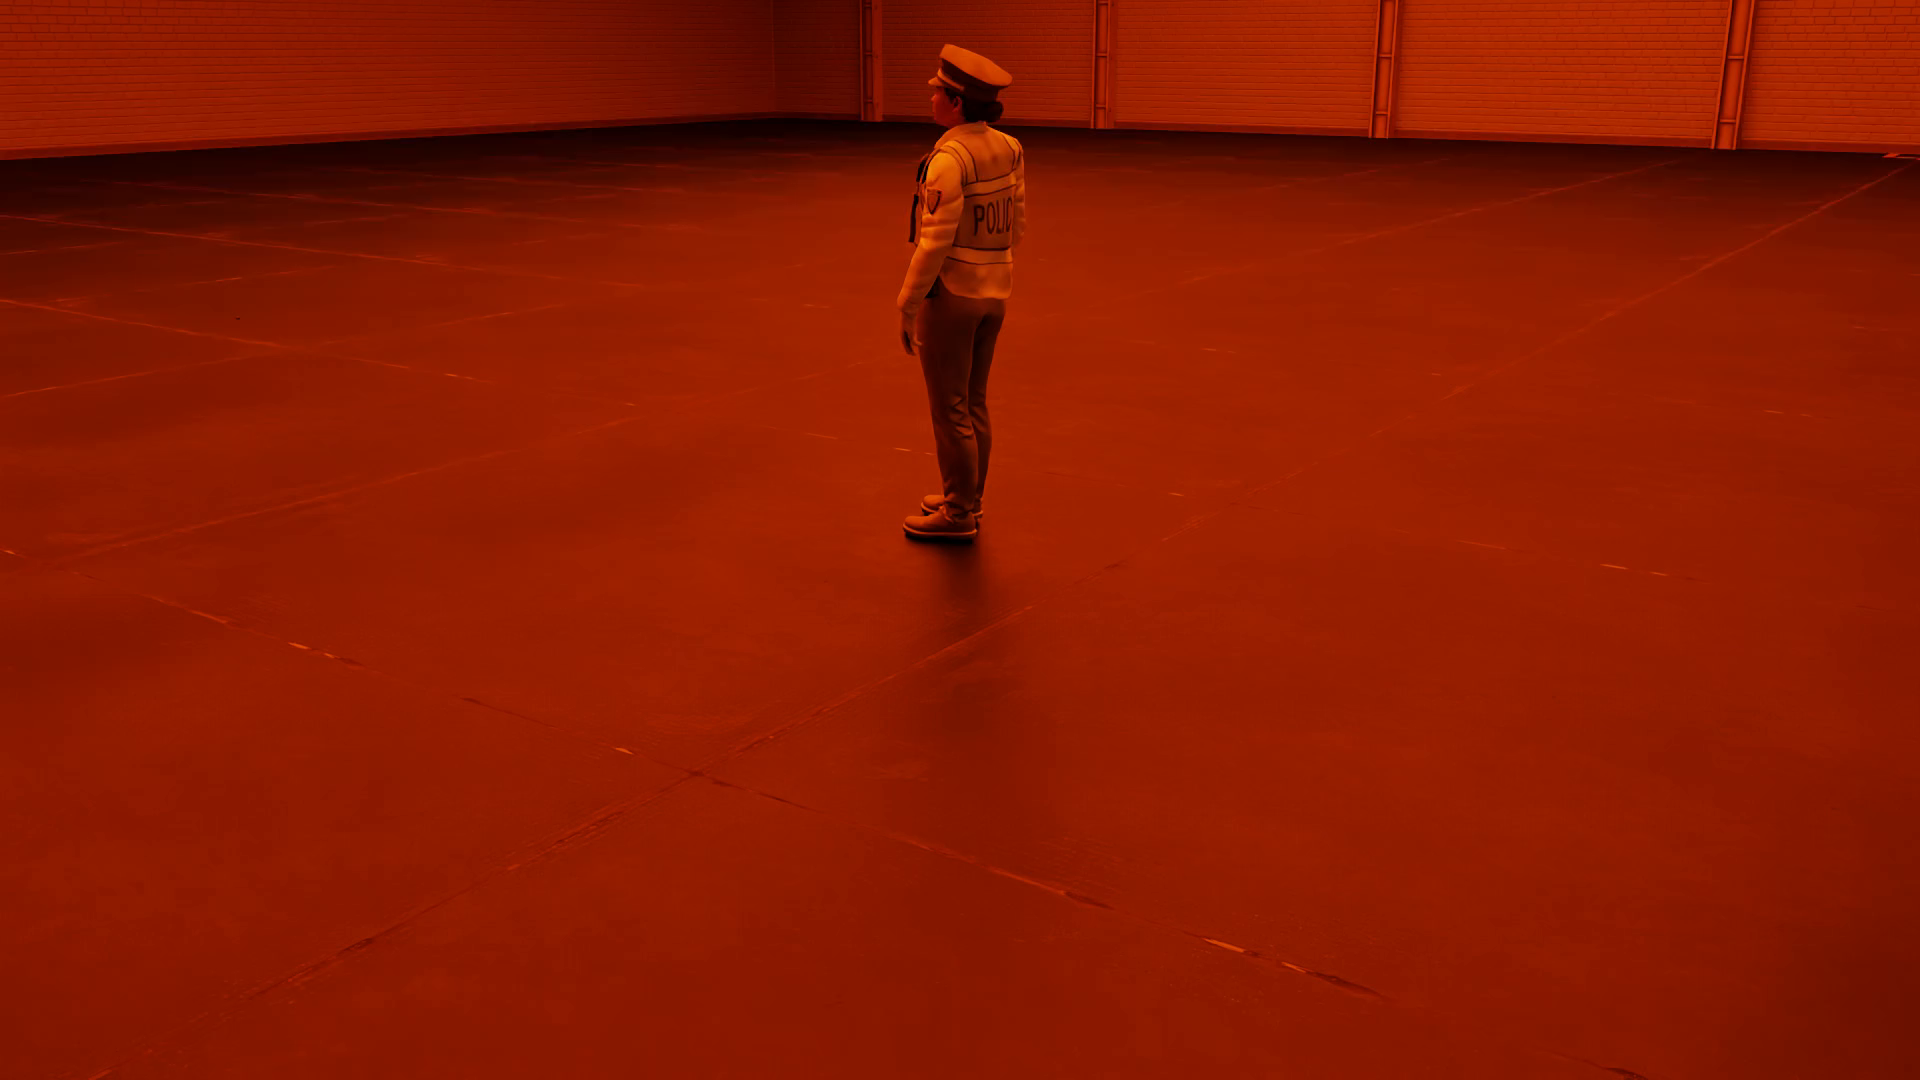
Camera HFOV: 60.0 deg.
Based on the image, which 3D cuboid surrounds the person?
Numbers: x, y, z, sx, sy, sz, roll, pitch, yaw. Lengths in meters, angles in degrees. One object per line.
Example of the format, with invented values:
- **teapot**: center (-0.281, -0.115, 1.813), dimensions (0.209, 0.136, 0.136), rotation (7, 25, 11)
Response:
- **person**: center (-0.053, -0.832, 5.747), dimensions (0.530, 1.694, 0.586), rotation (11, 20, 33)
